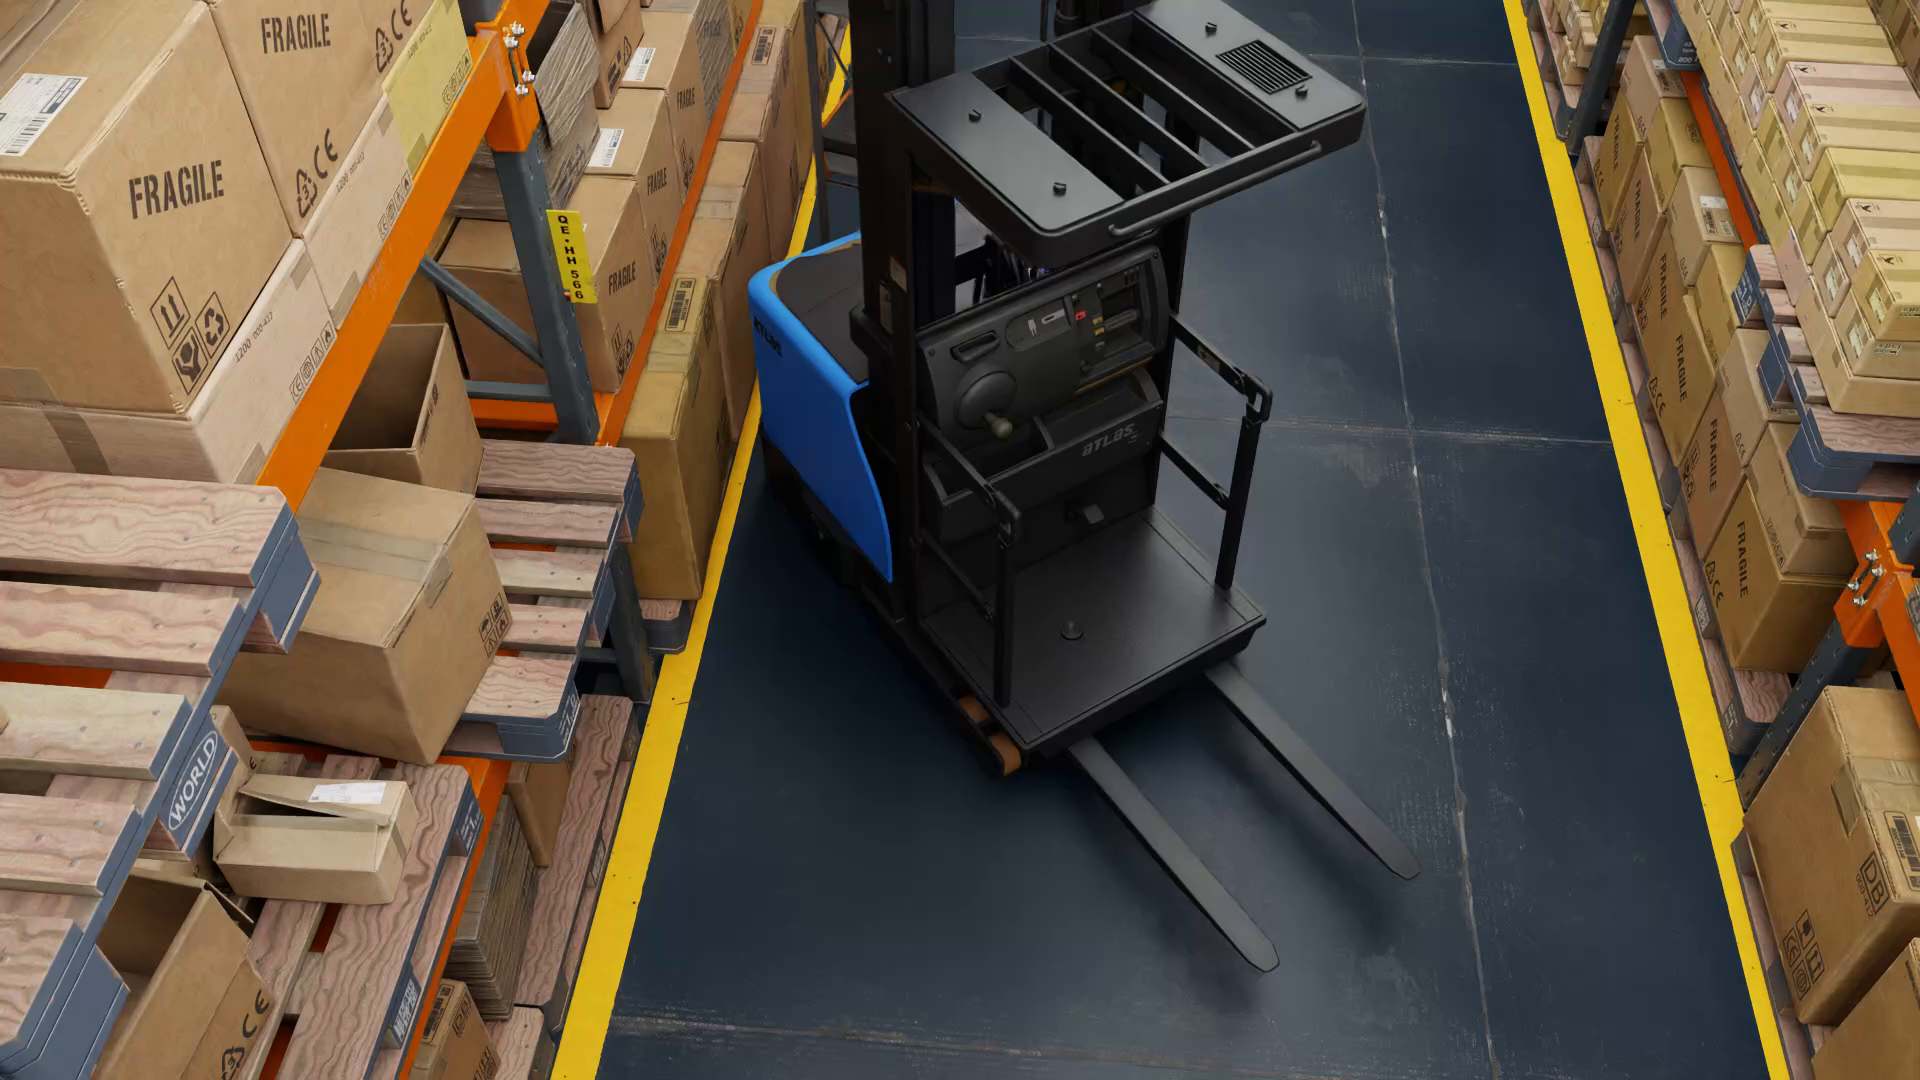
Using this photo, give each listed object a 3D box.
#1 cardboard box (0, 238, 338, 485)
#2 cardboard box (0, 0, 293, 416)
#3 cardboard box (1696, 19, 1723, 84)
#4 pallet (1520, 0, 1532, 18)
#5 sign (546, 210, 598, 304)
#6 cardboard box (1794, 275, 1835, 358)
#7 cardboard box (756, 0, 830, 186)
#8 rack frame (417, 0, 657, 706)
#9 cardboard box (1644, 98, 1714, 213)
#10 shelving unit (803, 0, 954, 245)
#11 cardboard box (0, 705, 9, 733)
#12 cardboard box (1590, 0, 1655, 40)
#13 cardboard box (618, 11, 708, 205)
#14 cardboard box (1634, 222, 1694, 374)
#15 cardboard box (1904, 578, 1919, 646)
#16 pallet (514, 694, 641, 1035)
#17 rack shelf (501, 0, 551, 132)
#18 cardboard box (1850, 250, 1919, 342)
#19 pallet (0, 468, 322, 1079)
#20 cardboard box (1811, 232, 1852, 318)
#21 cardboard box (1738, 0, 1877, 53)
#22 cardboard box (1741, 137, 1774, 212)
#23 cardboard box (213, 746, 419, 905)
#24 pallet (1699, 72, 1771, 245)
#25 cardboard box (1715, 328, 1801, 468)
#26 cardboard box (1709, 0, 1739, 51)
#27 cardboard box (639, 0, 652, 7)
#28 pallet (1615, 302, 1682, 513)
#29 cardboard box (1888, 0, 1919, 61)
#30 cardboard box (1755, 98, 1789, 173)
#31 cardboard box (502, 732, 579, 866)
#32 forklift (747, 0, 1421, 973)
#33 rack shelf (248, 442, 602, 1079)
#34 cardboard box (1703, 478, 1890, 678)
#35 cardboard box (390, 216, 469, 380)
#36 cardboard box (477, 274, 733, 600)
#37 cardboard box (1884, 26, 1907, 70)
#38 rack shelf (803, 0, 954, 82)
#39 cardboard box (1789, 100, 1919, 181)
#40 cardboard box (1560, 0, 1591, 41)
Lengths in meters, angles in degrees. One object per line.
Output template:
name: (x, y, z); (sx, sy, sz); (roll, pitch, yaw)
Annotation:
cardboard box: (-1.530, -0.333, 3.116); (0.500, 0.250, 0.500); (5, 48, 5)
cardboard box: (-1.541, -0.578, 2.833); (0.500, 0.500, 0.500); (5, 48, 4)
cardboard box: (3.037, -1.841, 6.313); (0.380, 0.149, 0.250); (3, 48, 3)
pallet: (3.779, -3.457, 9.794); (1.003, 0.211, 1.213); (4, 48, 4)
sign: (-1.109, -0.806, 4.749); (0.100, 0.325, 0.005); (4, 48, 4)
cardboard box: (2.891, -0.696, 5.265); (0.380, 0.149, 0.250); (4, 48, 3)
cardboard box: (-1.324, -2.364, 8.060); (1.225, 0.875, 0.875); (4, 48, 4)
rack frame: (-1.650, -0.471, 5.174); (1.000, 3.000, 0.127); (4, 48, 4)
cardboard box: (3.268, -1.637, 7.142); (0.500, 0.250, 0.500); (5, 48, 5)
shelving unit: (-0.300, -1.563, 6.782); (0.431, 2.100, 0.503); (15, 49, 14)
cardboard box: (-1.789, 0.248, 2.129); (0.797, 0.503, 0.637); (6, 48, 5)
cardboard box: (3.417, -2.662, 8.422); (0.380, 0.149, 0.250); (5, 48, 5)
cardboard box: (-1.247, -1.600, 6.139); (0.500, 0.500, 0.500); (3, 48, 3)
cardboard box: (3.232, -1.001, 7.068); (0.500, 0.500, 0.500); (5, 48, 4)
cardboard box: (2.970, 0.215, 4.479); (0.500, 0.500, 0.500); (4, 48, 4)
pallet: (-1.723, 1.044, 5.678); (1.003, 0.211, 1.213); (4, 48, 4)
rack shelf: (-1.468, -2.710, 5.677); (1.077, 0.370, 4.000); (4, 48, 4)
cardboard box: (2.868, -0.712, 4.877); (0.380, 0.149, 0.250); (2, 48, 2)
pallet: (-1.761, 0.310, 2.554); (1.213, 0.211, 1.003); (4, 48, 4)
cardboard box: (2.894, -0.811, 5.169); (0.380, 0.149, 0.250); (5, 48, 5)
cardboard box: (3.012, -1.853, 5.921); (0.380, 0.149, 0.250); (5, 48, 5)
cardboard box: (2.964, -1.266, 5.787); (0.380, 0.149, 0.250); (2, 48, 2)
cardboard box: (-1.534, 0.676, 3.931); (0.396, 0.266, 0.258); (3, 48, 2)
pallet: (3.419, -1.456, 6.205); (1.003, 0.211, 1.213); (4, 48, 4)
cardboard box: (3.116, -0.507, 6.108); (0.500, 0.250, 0.500); (4, 48, 4)
cardboard box: (3.036, -1.937, 6.199); (0.380, 0.149, 0.250); (3, 48, 3)
cardboard box: (-1.451, -2.352, 6.146); (0.797, 0.503, 0.637); (5, 48, 5)
pallet: (3.466, -0.591, 7.173); (1.003, 0.211, 1.213); (4, 48, 4)
cardboard box: (3.688, -1.886, 6.152); (0.380, 0.149, 0.250); (4, 48, 4)
cardboard box: (2.964, -1.371, 5.681); (0.380, 0.149, 0.250); (4, 48, 3)
cardboard box: (-1.692, 0.718, 5.483); (0.700, 0.500, 0.500); (2, 48, 1)
forklift: (0.411, -0.546, 5.289); (1.130, 2.935, 3.031); (-26, 53, -22)
rack shelf: (-1.833, 1.241, 4.095); (1.077, 0.370, 4.000); (4, 48, 4)
cardboard box: (3.079, 0.137, 6.027); (0.500, 0.500, 0.500); (4, 48, 3)
cardboard box: (-1.852, -0.884, 5.484); (0.500, 0.500, 0.500); (5, 48, 5)
cardboard box: (-1.567, -0.402, 6.266); (1.225, 0.875, 0.875); (2, 48, 2)
cardboard box: (3.690, -1.797, 6.272); (0.380, 0.149, 0.250); (6, 48, 5)
rack shelf: (-0.300, -2.026, 6.276); (0.431, 0.518, 0.480); (15, 49, 14)
cardboard box: (2.937, -1.285, 5.401); (0.380, 0.149, 0.250); (5, 48, 5)
cardboard box: (3.369, -2.735, 8.691); (0.380, 0.149, 0.250); (2, 48, 2)
